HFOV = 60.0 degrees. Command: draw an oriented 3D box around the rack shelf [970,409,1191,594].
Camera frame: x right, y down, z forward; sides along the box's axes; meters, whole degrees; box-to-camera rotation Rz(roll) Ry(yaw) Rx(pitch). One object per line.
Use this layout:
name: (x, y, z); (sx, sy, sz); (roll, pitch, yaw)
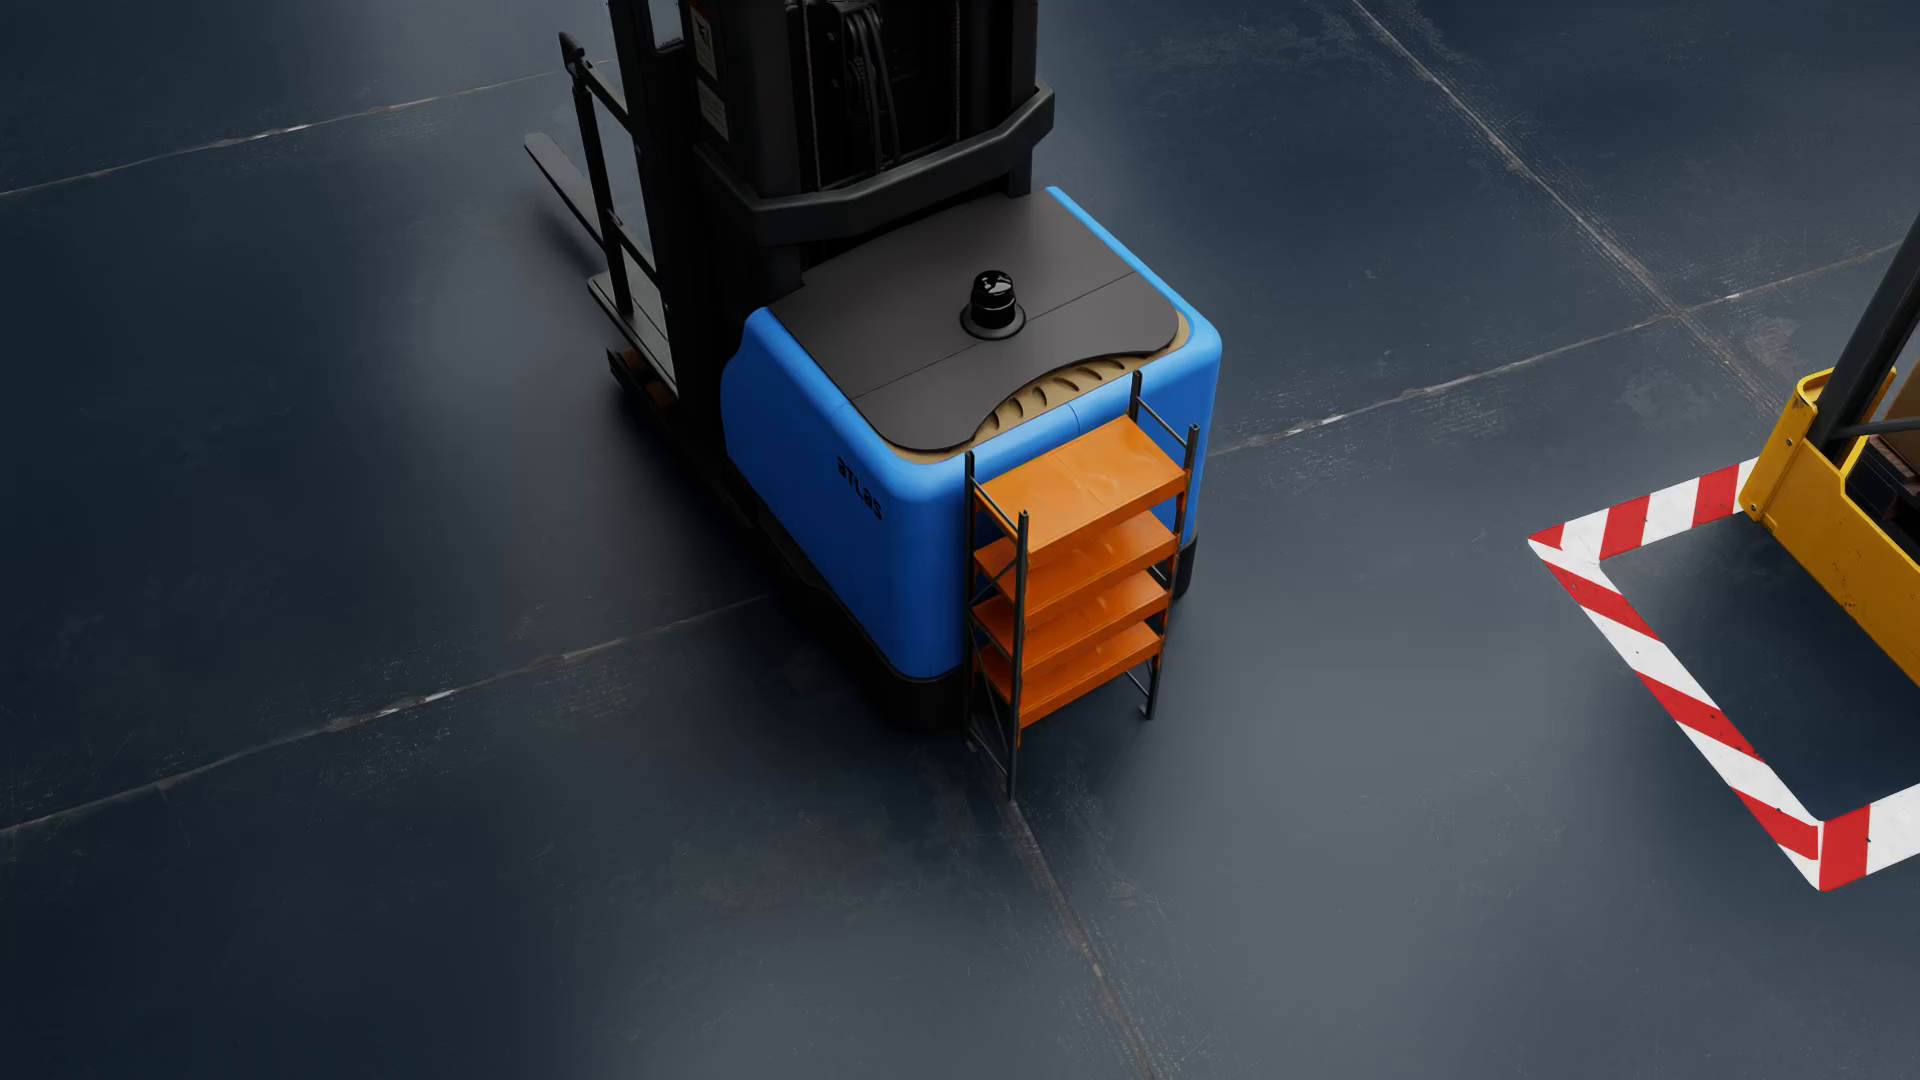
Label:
rack shelf: (0.286, -0.099, 4.025); (0.480, 0.148, 0.258); (-27, 55, -21)

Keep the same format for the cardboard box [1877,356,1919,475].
cardboard box: (3.207, -0.397, 4.972); (0.500, 0.500, 0.500); (-17, 52, -14)

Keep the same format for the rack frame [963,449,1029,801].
rack frame: (0.082, 0.258, 4.237); (0.015, 1.200, 0.240); (-27, 55, -21)

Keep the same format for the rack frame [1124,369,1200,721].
rack frame: (0.489, 0.054, 4.412); (0.015, 1.200, 0.240); (-27, 55, -21)

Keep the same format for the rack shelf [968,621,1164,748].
rack shelf: (0.285, 0.328, 4.527); (0.480, 0.148, 0.258); (-27, 55, -21)

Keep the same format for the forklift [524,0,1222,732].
forklift: (-0.531, -1.512, 4.616); (1.130, 2.935, 3.031); (-27, 54, -21)

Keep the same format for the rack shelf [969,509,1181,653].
rack shelf: (0.286, 0.054, 4.206); (0.480, 0.148, 0.258); (-27, 55, -21)

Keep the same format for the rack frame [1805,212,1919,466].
rack frame: (2.797, -0.740, 3.908); (0.127, 3.000, 1.000); (-17, 52, -14)

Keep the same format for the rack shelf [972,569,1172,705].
rack shelf: (0.285, 0.199, 4.376); (0.480, 0.148, 0.258); (-27, 55, -21)

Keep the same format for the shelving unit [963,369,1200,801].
shelving unit: (0.285, 0.156, 4.325); (0.503, 1.200, 0.258); (-27, 55, -21)

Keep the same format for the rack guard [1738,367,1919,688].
rack guard: (2.867, 0.053, 4.875); (0.348, 0.500, 1.175); (-17, 52, -14)

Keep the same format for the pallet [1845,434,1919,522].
pallet: (3.605, -0.082, 5.182); (1.213, 0.211, 1.003); (-17, 52, -14)
